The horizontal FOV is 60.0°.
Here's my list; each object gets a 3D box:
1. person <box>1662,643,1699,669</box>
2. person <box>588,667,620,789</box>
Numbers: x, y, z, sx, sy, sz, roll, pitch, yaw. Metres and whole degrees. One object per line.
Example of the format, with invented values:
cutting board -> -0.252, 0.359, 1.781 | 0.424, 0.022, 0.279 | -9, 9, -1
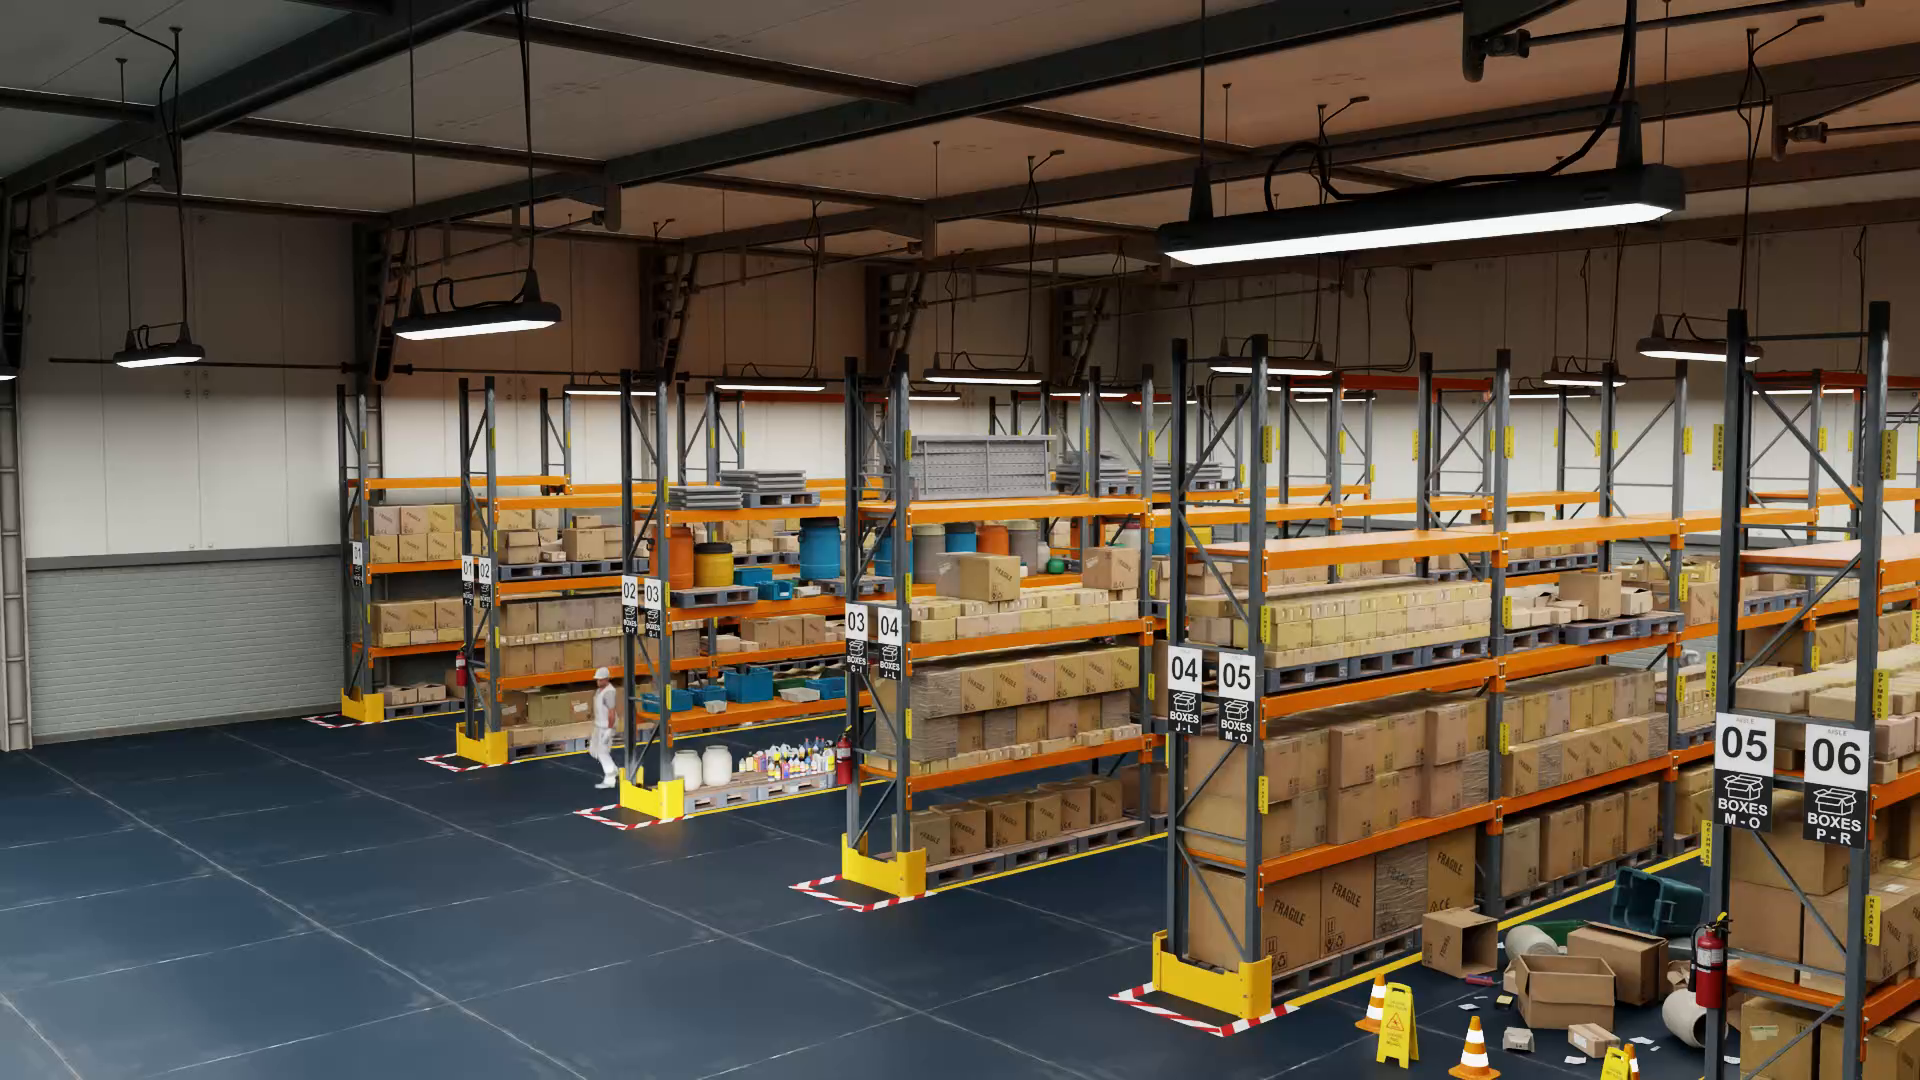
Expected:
person -> 12.797, 2.501, 29.516 | 0.585, 1.508, 0.904 | 2, 4, 33
person -> -5.072, 2.688, 23.900 | 0.471, 1.766, 0.666 | -2, 4, -30
